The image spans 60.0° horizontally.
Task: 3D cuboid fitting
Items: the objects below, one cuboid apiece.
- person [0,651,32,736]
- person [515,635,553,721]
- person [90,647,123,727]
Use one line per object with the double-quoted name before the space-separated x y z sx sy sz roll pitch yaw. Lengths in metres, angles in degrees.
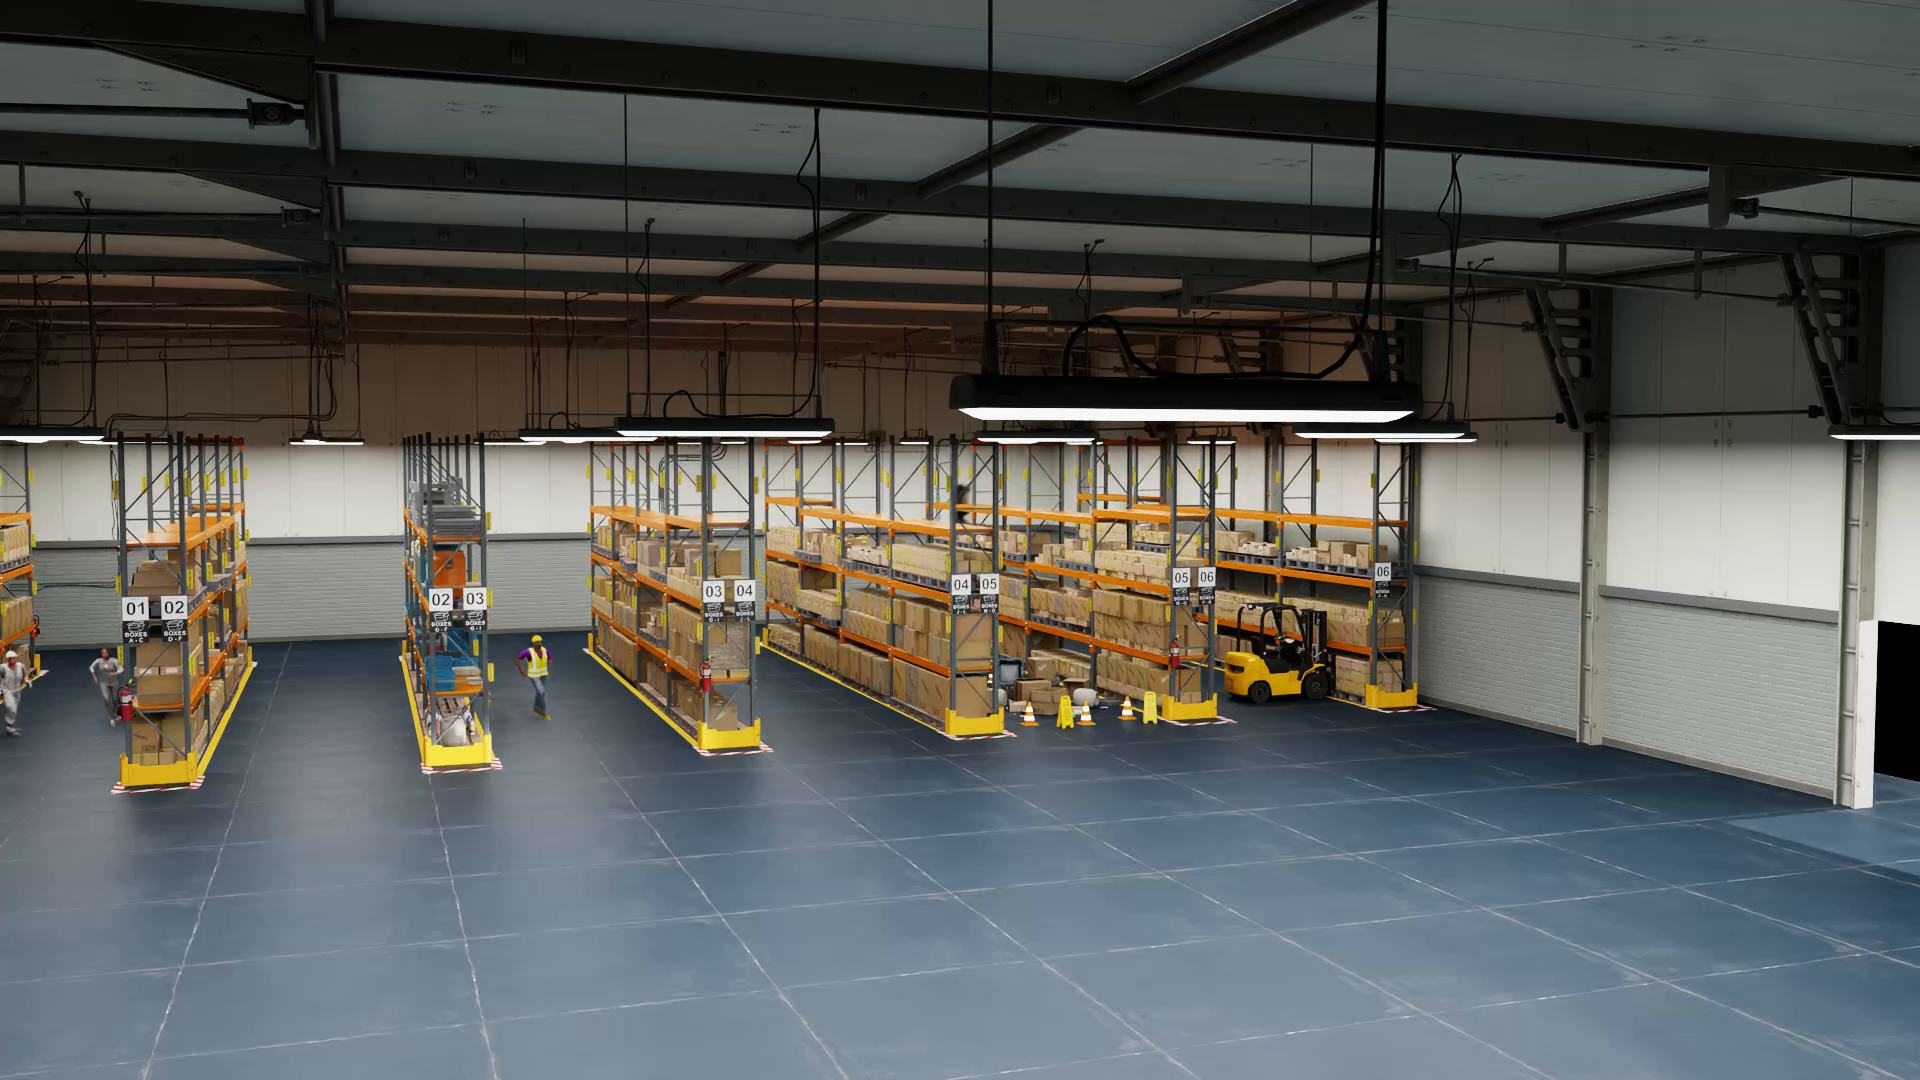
"person" -18.872 3.054 33.155 0.846 1.737 0.667 1 3 19
"person" -8.911 2.905 35.029 0.791 1.810 0.803 -3 4 -45
"person" -17.625 3.016 34.357 0.607 1.614 0.780 -1 3 -25
